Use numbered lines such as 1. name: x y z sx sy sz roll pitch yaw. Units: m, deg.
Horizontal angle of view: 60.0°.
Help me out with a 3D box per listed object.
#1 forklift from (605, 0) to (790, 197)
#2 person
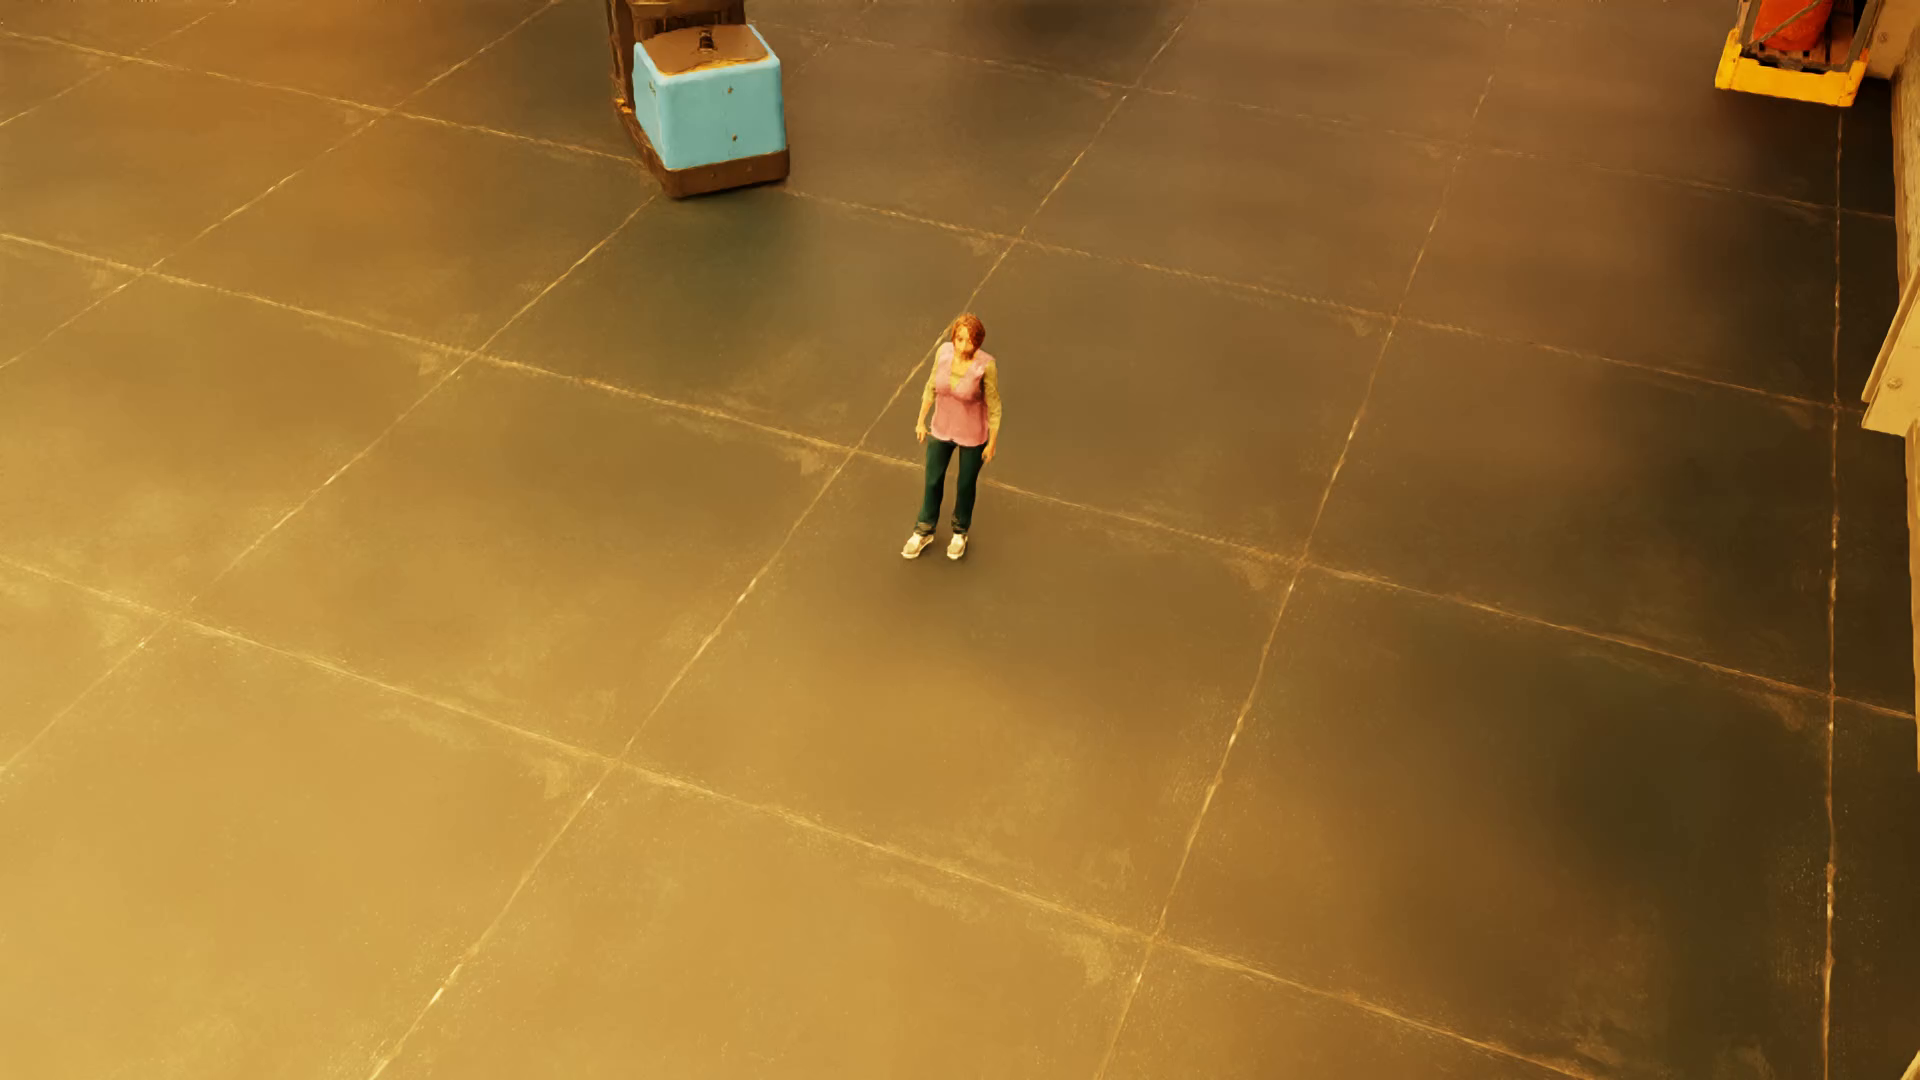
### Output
1. forklift: -2.438 -4.863 13.816 1.130 2.935 3.031 -15 42 -17
2. person: -0.041 -0.577 9.724 0.520 1.597 0.474 15 42 17
